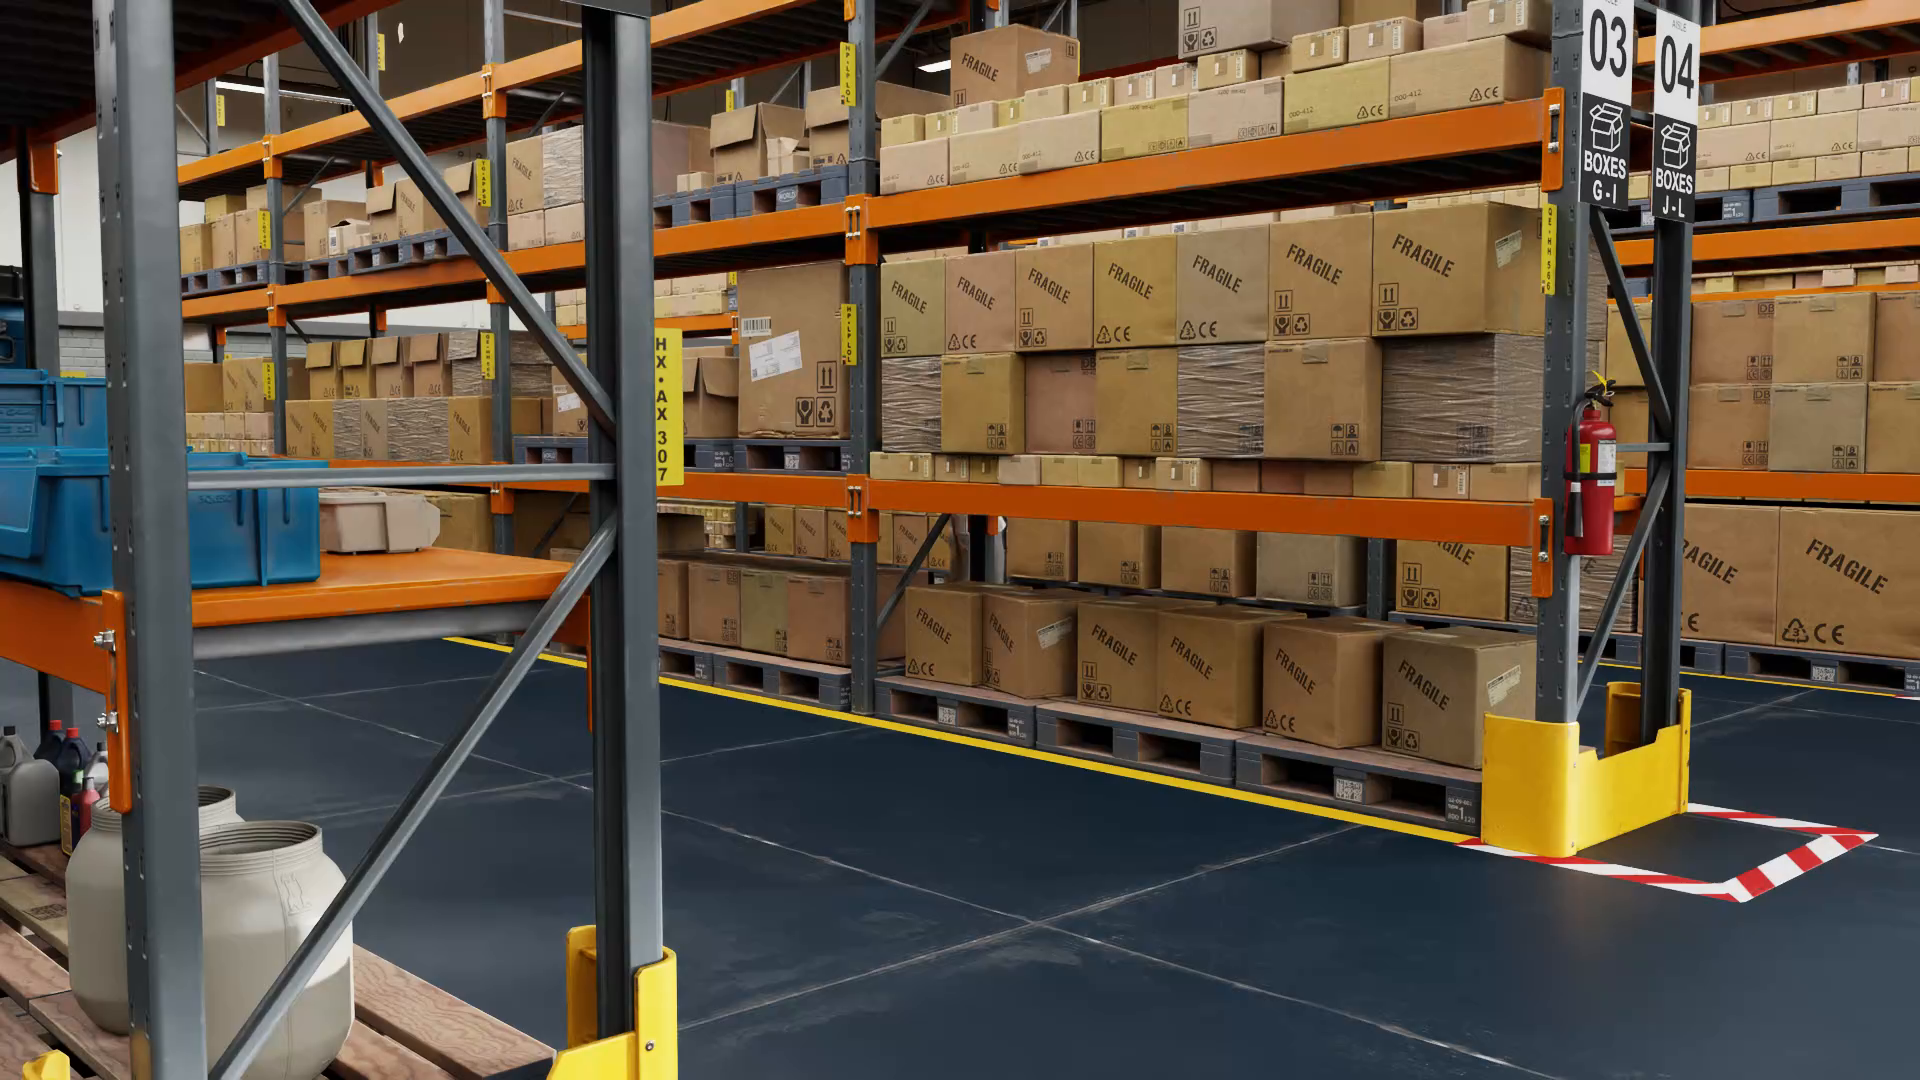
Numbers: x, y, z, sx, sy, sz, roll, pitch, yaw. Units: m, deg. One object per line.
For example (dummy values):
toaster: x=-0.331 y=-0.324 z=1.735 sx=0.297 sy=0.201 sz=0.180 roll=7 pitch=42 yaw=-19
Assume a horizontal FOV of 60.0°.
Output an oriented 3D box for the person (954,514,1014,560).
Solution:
person: x=0.149 y=0.012 z=11.120 sx=0.447 sy=1.642 sz=0.347 roll=-4 pitch=5 yaw=-42
